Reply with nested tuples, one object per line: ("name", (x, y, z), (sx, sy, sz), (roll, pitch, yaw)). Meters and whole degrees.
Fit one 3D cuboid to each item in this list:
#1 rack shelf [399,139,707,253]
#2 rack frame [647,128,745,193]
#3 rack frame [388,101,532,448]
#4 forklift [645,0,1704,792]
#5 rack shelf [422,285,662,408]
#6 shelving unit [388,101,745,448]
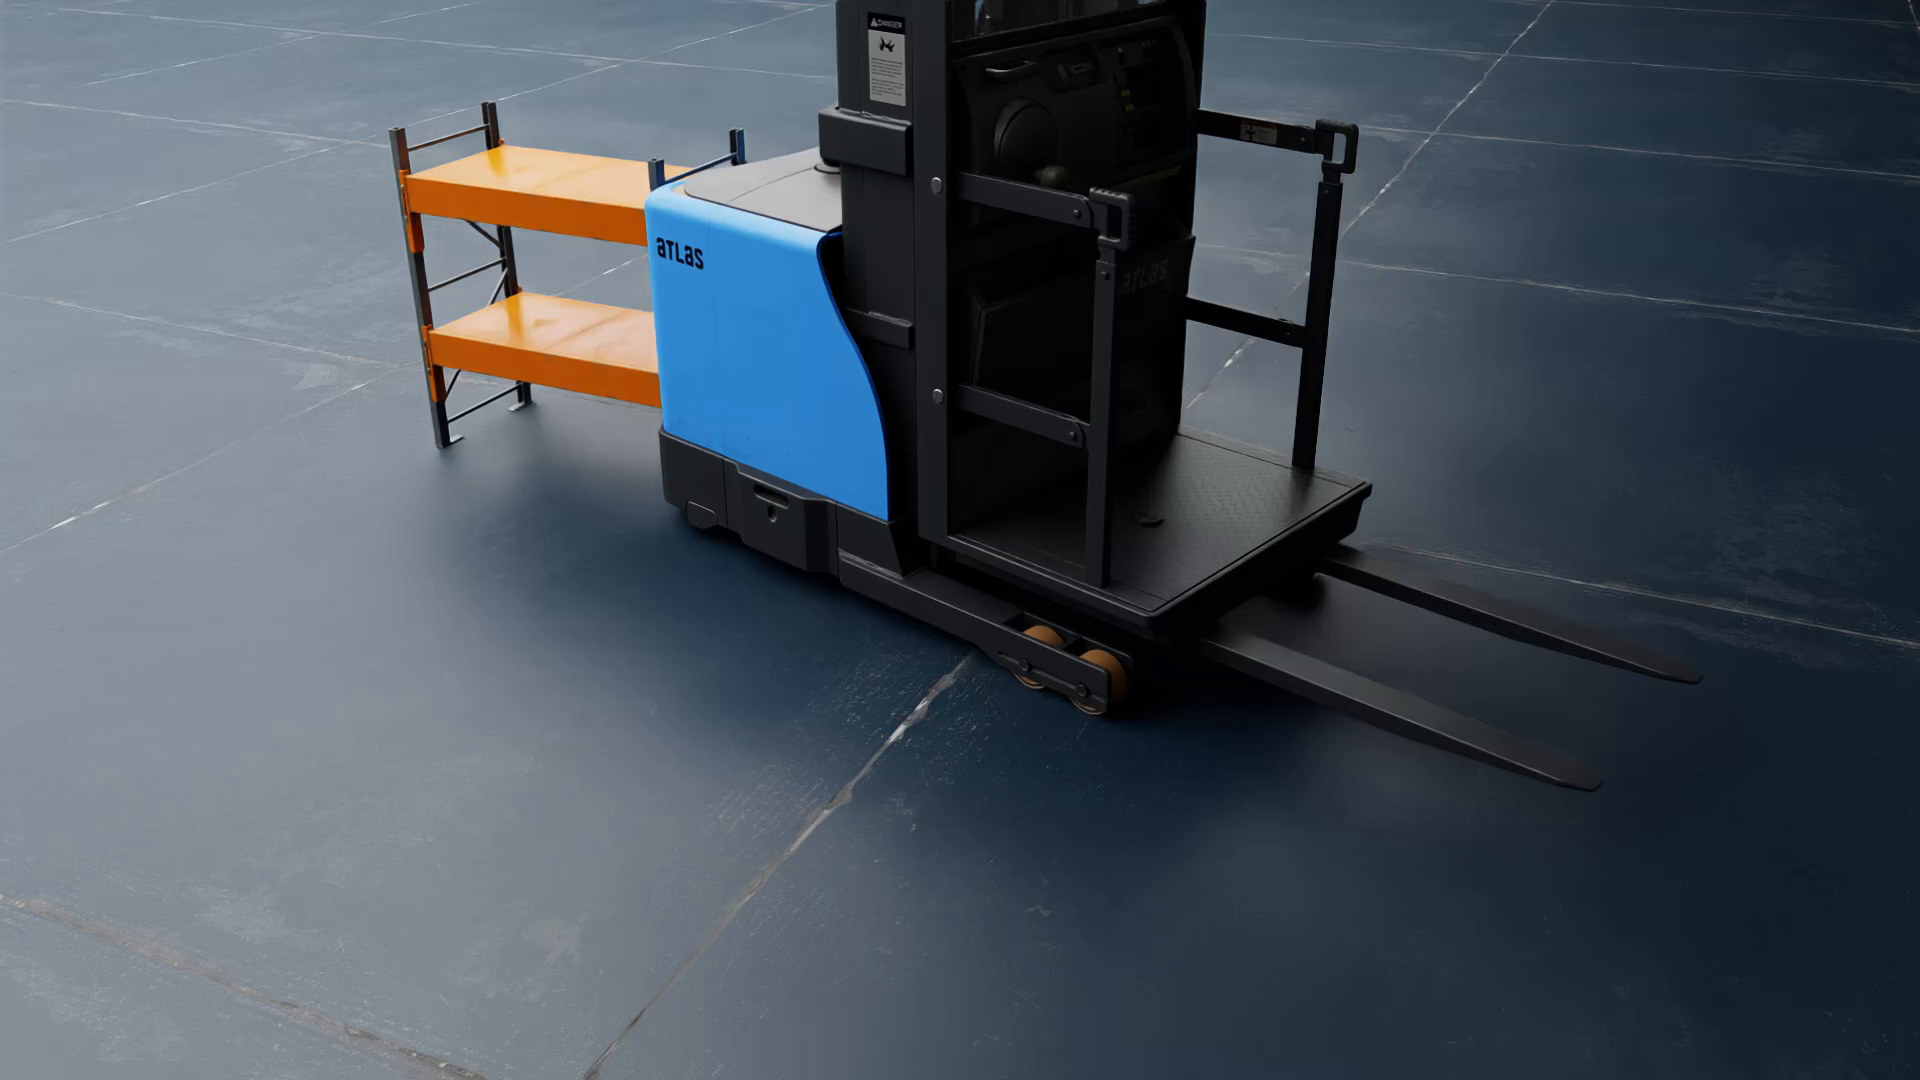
("rack shelf", (-1.286, -1.099, 5.547), (1.000, 0.278, 0.538), (12, 29, 23))
("rack frame", (-0.827, -0.741, 5.481), (0.032, 1.125, 0.500), (12, 29, 23))
("rack frame", (-1.746, -0.933, 5.871), (0.032, 1.125, 0.500), (12, 29, 23))
("forklift", (0.477, -1.122, 4.211), (3.031, 2.935, 1.130), (22, 33, 37))
("rack shelf", (-1.286, -0.617, 5.784), (1.000, 0.278, 0.538), (12, 29, 23))
("shelving unit", (-1.286, -0.837, 5.676), (1.048, 1.125, 0.538), (12, 29, 23))
